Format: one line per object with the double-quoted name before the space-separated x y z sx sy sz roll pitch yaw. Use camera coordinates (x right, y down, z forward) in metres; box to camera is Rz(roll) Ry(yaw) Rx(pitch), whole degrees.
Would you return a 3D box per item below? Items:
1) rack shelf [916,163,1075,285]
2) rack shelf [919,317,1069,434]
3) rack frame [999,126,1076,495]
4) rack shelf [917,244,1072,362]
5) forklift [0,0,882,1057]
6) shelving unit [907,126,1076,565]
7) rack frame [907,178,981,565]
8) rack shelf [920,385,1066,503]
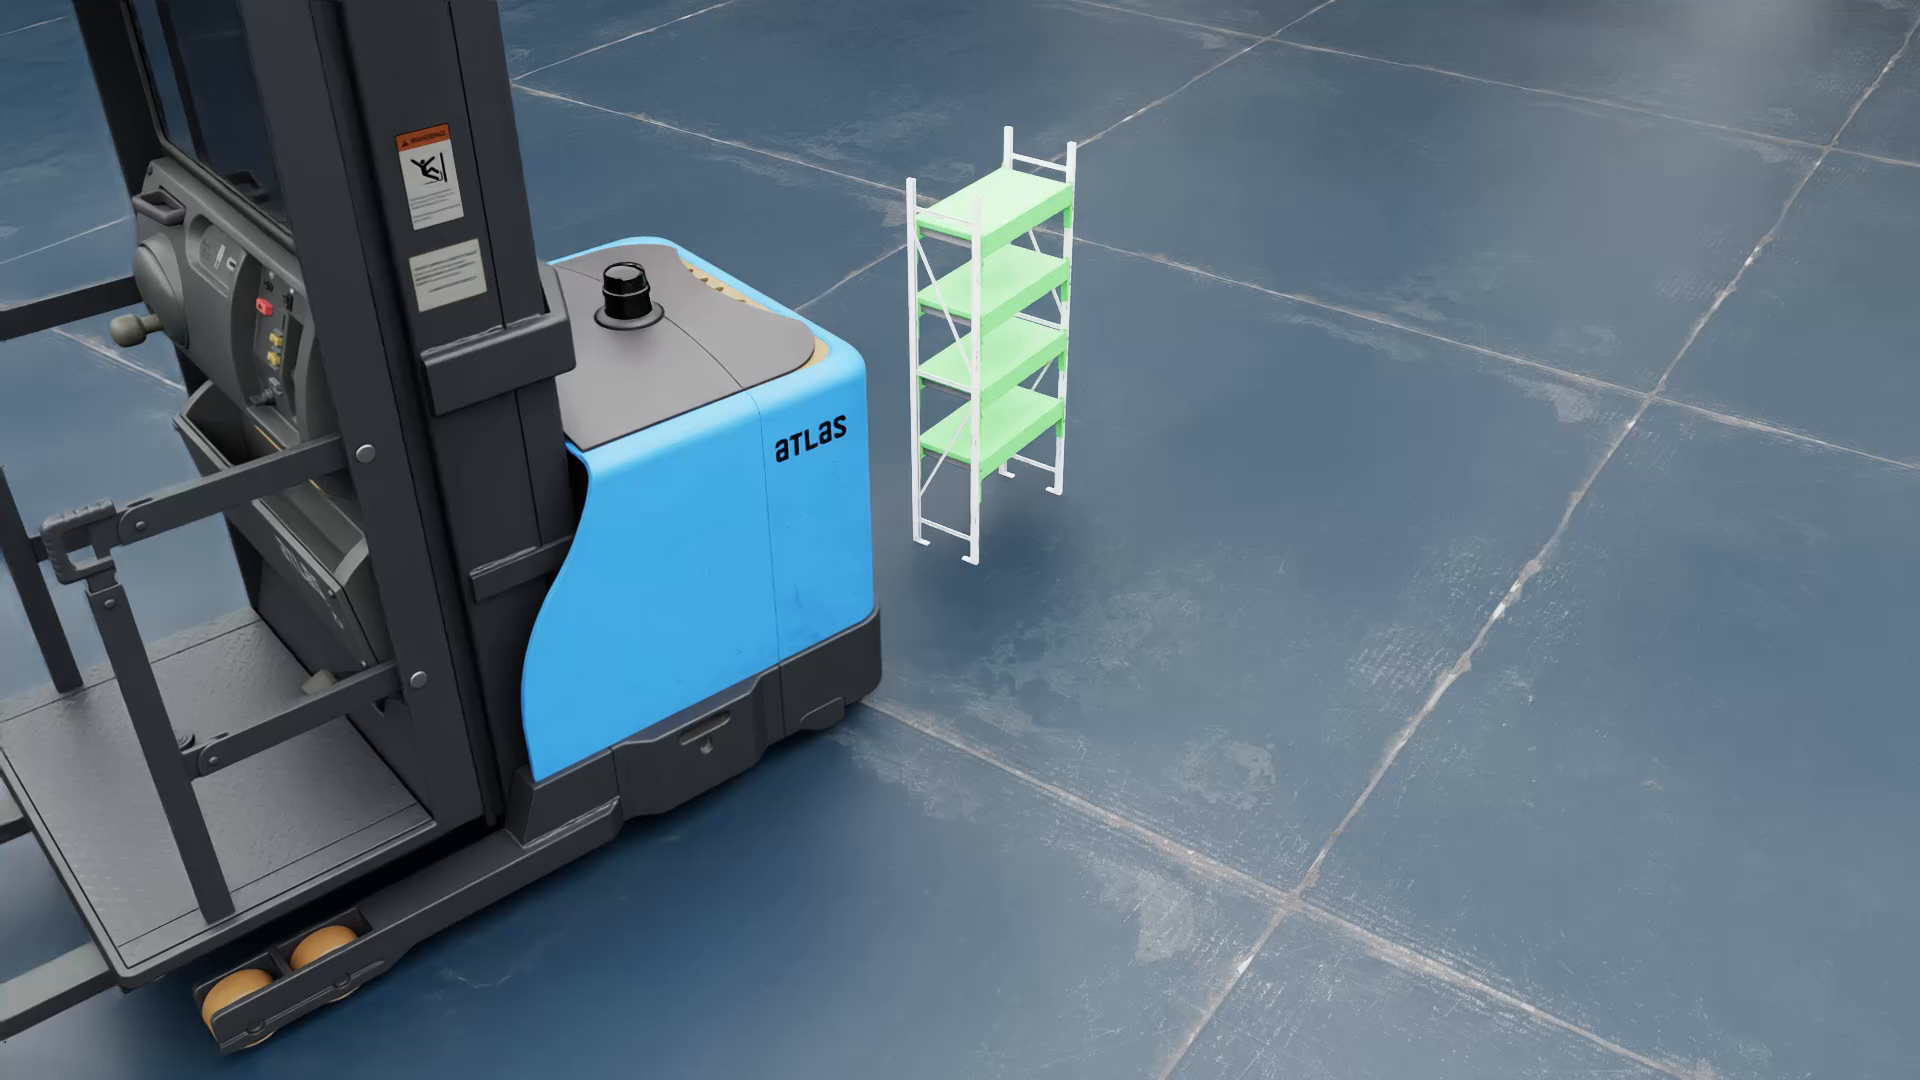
"rack shelf" 0.094 -0.918 4.793 0.258 0.148 0.480 21 39 28
"rack shelf" 0.094 -0.520 5.062 0.258 0.148 0.480 21 39 28
"rack frame" 0.234 -0.685 5.193 0.240 1.200 0.015 21 39 28
"rack shelf" 0.094 -0.719 4.928 0.258 0.148 0.480 21 39 28
"forklift" -1.661 -0.445 3.291 3.031 2.935 1.130 -26 42 -33
"shelving unit" 0.094 -0.573 5.027 0.258 1.200 0.503 21 39 28
"rack frame" -0.045 -0.461 4.860 0.240 1.200 0.015 21 39 28
"rack shelf" 0.094 -0.321 5.197 0.258 0.148 0.480 21 39 28
